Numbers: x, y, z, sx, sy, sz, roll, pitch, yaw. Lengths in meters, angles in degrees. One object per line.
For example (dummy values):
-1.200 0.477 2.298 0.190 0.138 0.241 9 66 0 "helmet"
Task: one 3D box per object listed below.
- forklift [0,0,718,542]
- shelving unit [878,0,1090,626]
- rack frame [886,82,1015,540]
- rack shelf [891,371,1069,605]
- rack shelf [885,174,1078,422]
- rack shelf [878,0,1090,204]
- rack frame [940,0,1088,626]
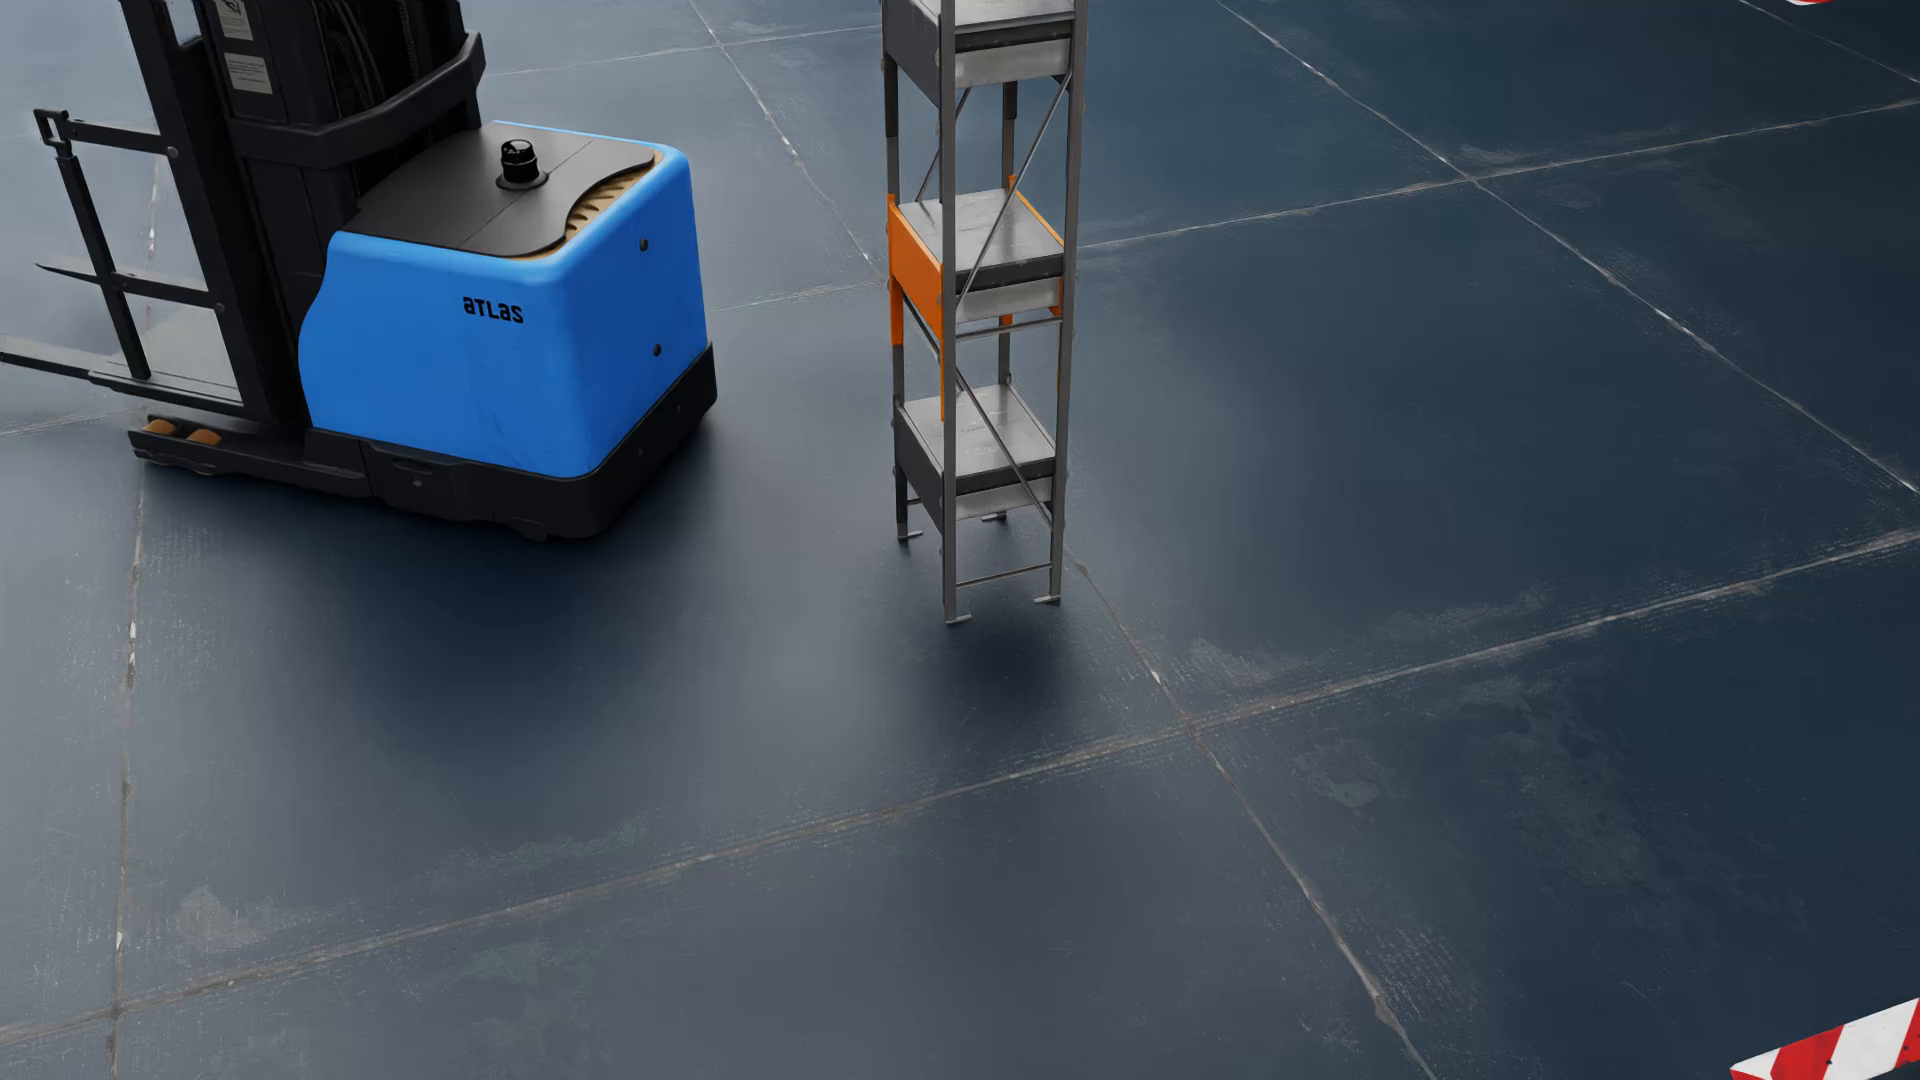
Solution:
-2.501 -1.693 5.561 3.031 2.935 1.130 12 39 15 "forklift"
0.057 -0.745 4.994 0.431 2.100 0.503 -12 39 -16 "shelving unit"
-0.027 -0.883 5.177 0.400 2.100 0.015 -12 39 -16 "rack frame"
0.057 -0.175 5.423 0.431 0.518 0.480 -12 39 -16 "rack shelf"
0.057 -0.734 5.002 0.431 0.518 0.480 -12 39 -16 "rack shelf"
0.057 -1.293 4.581 0.431 0.518 0.480 -12 39 -16 "rack shelf"
0.141 -0.607 4.811 0.400 2.100 0.015 -12 39 -16 "rack frame"
